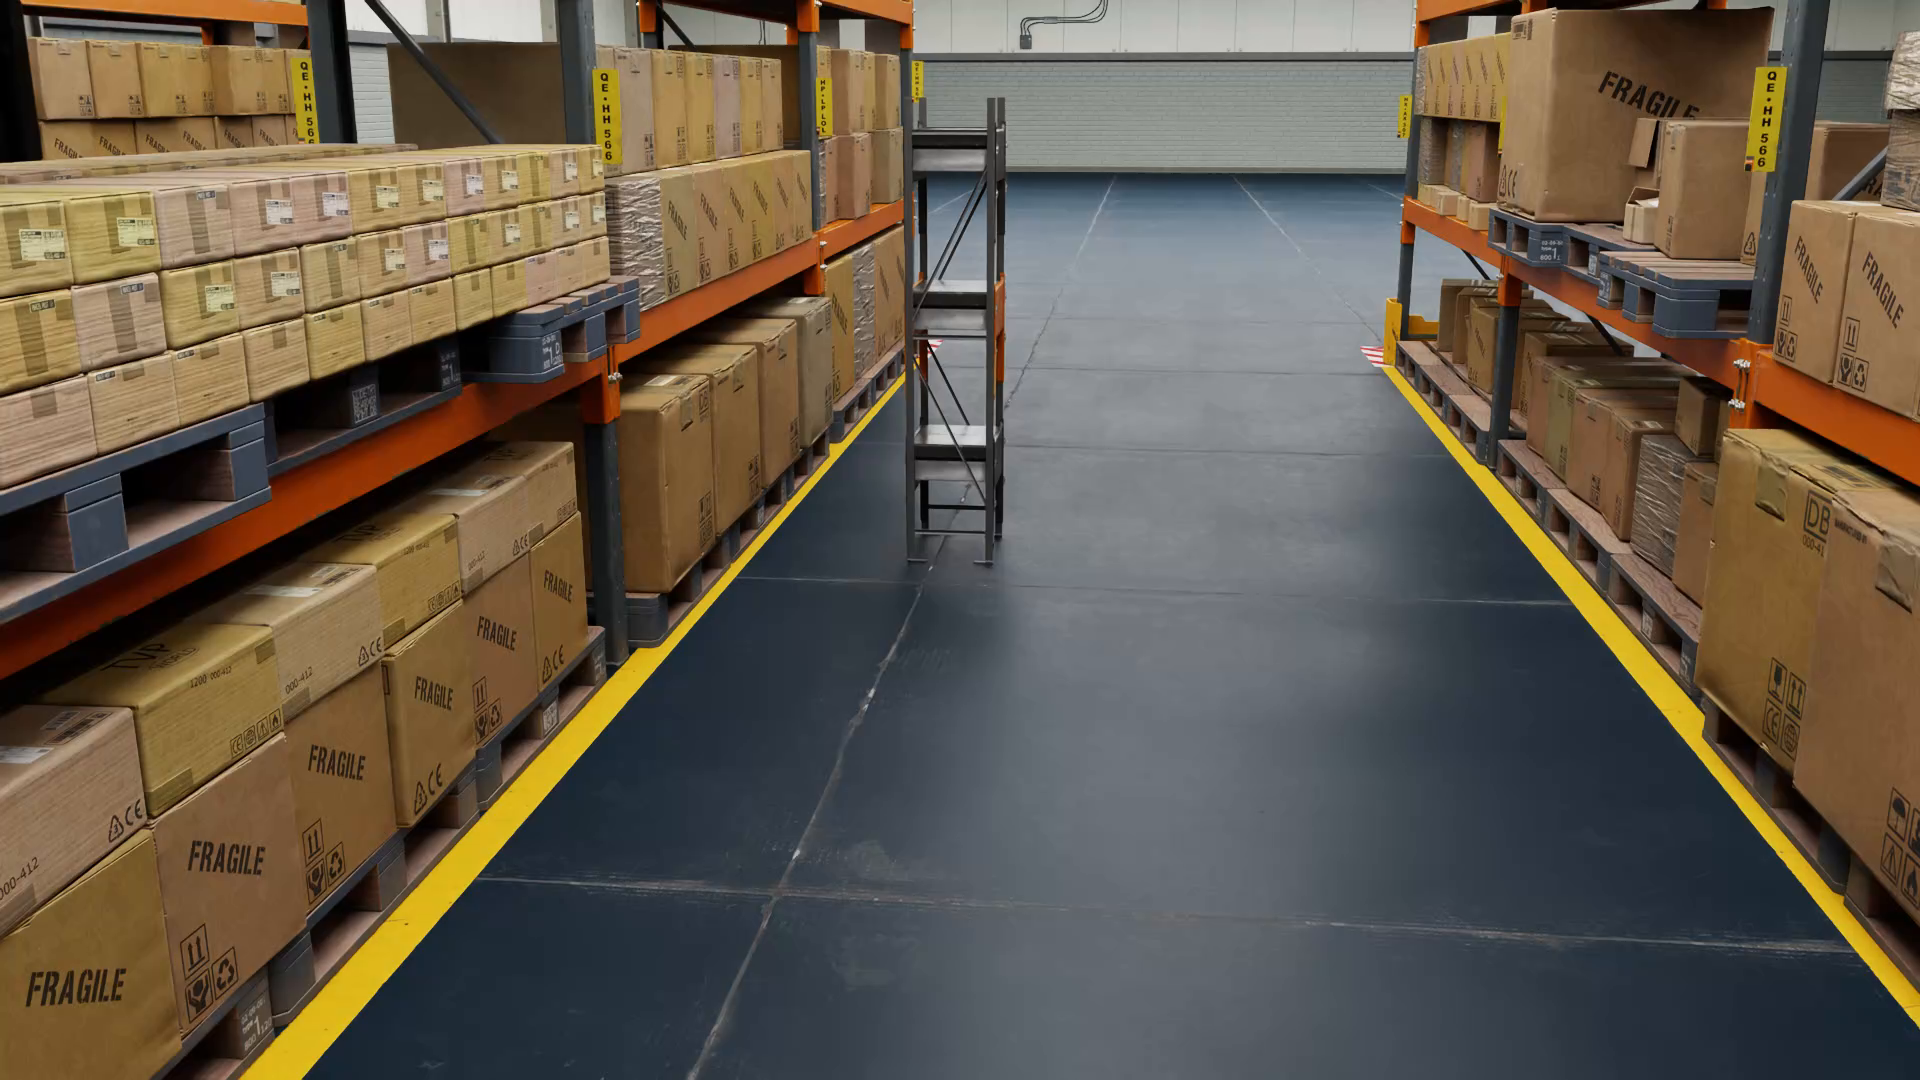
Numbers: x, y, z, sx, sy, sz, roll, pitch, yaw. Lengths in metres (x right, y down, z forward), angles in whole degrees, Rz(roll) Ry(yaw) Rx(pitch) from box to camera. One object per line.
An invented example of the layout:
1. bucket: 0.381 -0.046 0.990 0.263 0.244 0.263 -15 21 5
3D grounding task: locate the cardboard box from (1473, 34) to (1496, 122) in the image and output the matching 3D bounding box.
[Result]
1. cardboard box: 3.413 -2.781 10.023 0.500 0.500 0.500 2 15 6

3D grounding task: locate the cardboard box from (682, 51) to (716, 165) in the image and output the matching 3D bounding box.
1. cardboard box: -1.558 -2.031 7.819 0.700 0.500 0.500 2 15 6

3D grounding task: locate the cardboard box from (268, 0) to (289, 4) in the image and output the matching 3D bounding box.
1. cardboard box: -5.573 -4.342 13.207 0.380 0.149 0.250 2 15 7

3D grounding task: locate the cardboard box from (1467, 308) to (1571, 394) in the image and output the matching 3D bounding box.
1. cardboard box: 3.715 -1.263 11.069 0.500 0.500 0.500 0 15 1

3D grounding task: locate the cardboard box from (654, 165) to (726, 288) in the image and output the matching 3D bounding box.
1. cardboard box: -1.357 -1.406 7.425 0.500 0.500 0.500 2 15 6

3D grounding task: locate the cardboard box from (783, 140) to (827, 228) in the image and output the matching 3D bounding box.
1. cardboard box: -1.307 -2.193 10.237 0.875 0.550 0.550 2 15 6

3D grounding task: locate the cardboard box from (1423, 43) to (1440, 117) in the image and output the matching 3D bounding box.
1. cardboard box: 3.636 -3.300 11.942 0.500 0.500 0.500 2 15 6

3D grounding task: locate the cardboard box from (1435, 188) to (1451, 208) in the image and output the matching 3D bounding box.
1. cardboard box: 3.630 -2.442 11.929 0.380 0.149 0.250 2 15 6

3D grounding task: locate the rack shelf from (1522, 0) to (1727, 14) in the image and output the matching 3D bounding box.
1. rack shelf: 3.355 -2.434 7.048 1.077 0.370 4.000 2 15 6

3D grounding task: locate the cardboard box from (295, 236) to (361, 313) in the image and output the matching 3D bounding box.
1. cardboard box: -1.594 -0.603 3.754 0.380 0.149 0.250 1 15 5

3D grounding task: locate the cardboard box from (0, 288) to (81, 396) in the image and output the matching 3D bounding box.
1. cardboard box: -1.710 -0.330 2.744 0.380 0.149 0.250 1 15 5

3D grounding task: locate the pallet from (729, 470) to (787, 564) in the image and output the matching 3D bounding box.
1. pallet: -1.484 -0.158 8.344 1.003 0.211 1.213 2 15 6

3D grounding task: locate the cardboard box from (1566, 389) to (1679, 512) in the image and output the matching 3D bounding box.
1. cardboard box: 3.355 -0.431 7.954 0.700 0.500 0.500 0 15 1

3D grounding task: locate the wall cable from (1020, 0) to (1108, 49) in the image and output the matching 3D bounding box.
1. wall cable: 2.741 -15.932 43.328 2.305 6.003 0.169 2 15 6

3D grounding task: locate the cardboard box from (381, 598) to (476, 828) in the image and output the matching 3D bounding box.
1. cardboard box: -1.708 0.468 4.670 0.500 0.500 0.500 1 15 4

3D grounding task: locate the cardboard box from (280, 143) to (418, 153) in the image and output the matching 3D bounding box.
1. cardboard box: -2.033 -1.240 5.539 0.380 0.149 0.250 2 15 6

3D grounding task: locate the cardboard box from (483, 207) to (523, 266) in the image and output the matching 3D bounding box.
1. cardboard box: -1.475 -0.868 4.732 0.380 0.149 0.250 2 15 6

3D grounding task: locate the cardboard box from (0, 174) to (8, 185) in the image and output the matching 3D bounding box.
1. cardboard box: -2.266 -0.696 3.527 0.380 0.149 0.250 1 15 4

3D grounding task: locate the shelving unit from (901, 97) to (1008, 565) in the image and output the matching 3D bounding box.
1. shelving unit: -0.019 -0.971 7.729 0.431 2.100 0.503 2 15 6

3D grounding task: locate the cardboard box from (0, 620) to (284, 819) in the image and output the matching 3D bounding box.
1. cardboard box: -1.835 0.371 3.593 0.500 0.250 0.500 2 15 8

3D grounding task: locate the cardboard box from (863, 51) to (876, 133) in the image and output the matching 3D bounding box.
1. cardboard box: -1.064 -3.132 11.643 0.875 0.550 0.500 2 15 6

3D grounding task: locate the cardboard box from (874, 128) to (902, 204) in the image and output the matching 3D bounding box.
1. cardboard box: -0.922 -2.893 12.828 0.875 0.550 0.550 2 15 6

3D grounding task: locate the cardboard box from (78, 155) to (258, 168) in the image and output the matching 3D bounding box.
1. cardboard box: -2.151 -0.969 4.536 0.380 0.149 0.250 2 15 9

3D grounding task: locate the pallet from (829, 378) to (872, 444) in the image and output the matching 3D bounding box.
1. pallet: -1.173 -0.873 10.986 1.003 0.211 1.213 2 15 6

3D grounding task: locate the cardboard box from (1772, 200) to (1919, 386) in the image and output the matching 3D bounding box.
1. cardboard box: 2.804 -0.745 4.978 0.500 0.500 0.500 2 15 8

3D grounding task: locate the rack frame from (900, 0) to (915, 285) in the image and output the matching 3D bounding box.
1. rack frame: -0.885 -3.062 13.738 1.000 3.000 0.127 2 15 6

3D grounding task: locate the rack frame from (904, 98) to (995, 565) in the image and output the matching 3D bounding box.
1. rack frame: -0.046 -0.907 7.495 0.400 2.100 0.015 2 15 6

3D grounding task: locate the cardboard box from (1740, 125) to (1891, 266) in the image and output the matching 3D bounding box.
1. cardboard box: 3.150 -1.207 5.882 0.500 0.500 0.500 0 15 -1

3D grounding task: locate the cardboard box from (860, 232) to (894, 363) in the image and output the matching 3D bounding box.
1. cardboard box: -0.993 -1.833 12.459 0.875 0.875 0.875 1 15 5

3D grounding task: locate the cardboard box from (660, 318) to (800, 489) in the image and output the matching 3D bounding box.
1. cardboard box: -1.430 -0.727 8.610 1.050 0.750 0.750 2 15 6

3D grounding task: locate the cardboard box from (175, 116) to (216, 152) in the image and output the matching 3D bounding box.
1. cardboard box: -5.799 -2.834 12.134 0.500 0.500 0.500 2 15 7

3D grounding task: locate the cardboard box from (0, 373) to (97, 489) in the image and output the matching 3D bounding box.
1. cardboard box: -1.712 -0.191 2.800 0.380 0.149 0.250 2 15 7

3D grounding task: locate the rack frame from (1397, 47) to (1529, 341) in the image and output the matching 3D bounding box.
1. rack frame: 4.032 -2.889 13.101 1.000 3.000 0.127 2 15 6

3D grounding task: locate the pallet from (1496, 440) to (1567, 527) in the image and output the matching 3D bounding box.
1. pallet: 3.494 -0.304 8.881 1.003 0.211 1.213 2 15 6

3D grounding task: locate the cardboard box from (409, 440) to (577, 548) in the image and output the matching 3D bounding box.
1. cardboard box: -1.604 -0.160 5.554 0.500 0.250 0.500 1 15 5

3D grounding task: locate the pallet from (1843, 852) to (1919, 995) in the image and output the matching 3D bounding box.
1. pallet: 2.825 1.049 3.877 1.003 0.211 1.213 2 15 6

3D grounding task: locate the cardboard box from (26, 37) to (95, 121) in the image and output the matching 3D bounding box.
1. cardboard box: -6.001 -2.926 10.560 0.700 0.500 0.500 2 15 6

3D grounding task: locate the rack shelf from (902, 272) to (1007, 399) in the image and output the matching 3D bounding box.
1. rack shelf: -0.019 -0.957 7.733 0.431 0.518 0.480 2 15 6

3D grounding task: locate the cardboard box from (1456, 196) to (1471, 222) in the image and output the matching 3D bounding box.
1. cardboard box: 3.497 -2.184 10.972 0.380 0.149 0.250 2 15 6

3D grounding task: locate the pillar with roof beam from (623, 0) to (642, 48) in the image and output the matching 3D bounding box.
1. pillar with roof beam: -4.059 -13.722 41.671 9.100 9.000 0.400 2 15 6

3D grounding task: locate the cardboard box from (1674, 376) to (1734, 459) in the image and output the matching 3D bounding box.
1. cardboard box: 3.225 -0.495 6.754 0.500 0.250 0.500 3 16 13

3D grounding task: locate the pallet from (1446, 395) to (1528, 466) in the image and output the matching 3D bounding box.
1. pallet: 3.621 -0.681 10.276 1.003 0.211 1.213 2 15 6

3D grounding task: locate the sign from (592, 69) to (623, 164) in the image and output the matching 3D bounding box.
1. sign: -1.247 -1.494 5.874 0.100 0.325 0.005 2 15 6

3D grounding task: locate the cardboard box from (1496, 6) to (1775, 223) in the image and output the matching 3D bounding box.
1. cardboard box: 3.352 -2.142 8.384 1.000 1.000 1.000 2 15 7

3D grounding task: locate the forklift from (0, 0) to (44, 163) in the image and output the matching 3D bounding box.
1. forklift: -4.619 -1.162 6.844 3.031 2.935 1.130 4 16 13

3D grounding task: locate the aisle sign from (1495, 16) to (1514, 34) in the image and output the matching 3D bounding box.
1. aisle sign: 4.337 -4.151 12.788 0.394 0.787 0.004 2 15 6

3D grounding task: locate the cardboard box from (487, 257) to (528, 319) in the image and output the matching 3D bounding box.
1. cardboard box: -1.477 -0.731 4.796 0.380 0.149 0.250 1 15 6

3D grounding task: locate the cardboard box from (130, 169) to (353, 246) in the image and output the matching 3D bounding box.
1. cardboard box: -1.593 -0.742 3.696 0.380 0.149 0.250 2 15 8

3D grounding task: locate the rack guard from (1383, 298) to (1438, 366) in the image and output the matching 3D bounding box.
1. rack guard: 4.023 -1.663 13.354 1.175 0.500 0.348 2 15 6

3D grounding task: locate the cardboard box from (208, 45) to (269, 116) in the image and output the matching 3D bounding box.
1. cardboard box: -5.675 -3.450 12.499 0.700 0.500 0.500 2 15 6

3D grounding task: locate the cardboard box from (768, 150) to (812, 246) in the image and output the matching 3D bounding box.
1. cardboard box: -1.130 -1.929 9.359 0.500 0.500 0.500 2 15 6

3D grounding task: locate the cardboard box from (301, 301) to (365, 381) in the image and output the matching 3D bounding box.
1. cardboard box: -1.595 -0.458 3.787 0.380 0.149 0.250 1 15 5

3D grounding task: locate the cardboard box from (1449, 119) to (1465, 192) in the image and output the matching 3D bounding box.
1. cardboard box: 3.906 -2.678 11.557 0.875 0.500 0.500 2 15 6

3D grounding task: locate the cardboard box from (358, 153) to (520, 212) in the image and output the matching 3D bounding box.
1. cardboard box: -1.474 -1.012 4.697 0.380 0.149 0.250 2 15 8

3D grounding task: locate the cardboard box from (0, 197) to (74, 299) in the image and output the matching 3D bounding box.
1. cardboard box: -1.712 -0.479 2.724 0.380 0.149 0.250 2 15 8

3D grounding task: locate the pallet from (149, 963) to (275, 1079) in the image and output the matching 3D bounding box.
1. pallet: -2.153 1.195 3.339 1.003 0.211 1.213 2 15 6

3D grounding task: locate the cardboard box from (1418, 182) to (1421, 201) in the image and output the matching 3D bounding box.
1. cardboard box: 3.763 -2.701 12.886 0.380 0.149 0.250 2 15 6

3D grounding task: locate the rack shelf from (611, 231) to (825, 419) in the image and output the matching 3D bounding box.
1. rack shelf: -1.562 -1.158 8.077 1.077 0.370 4.000 2 15 6
